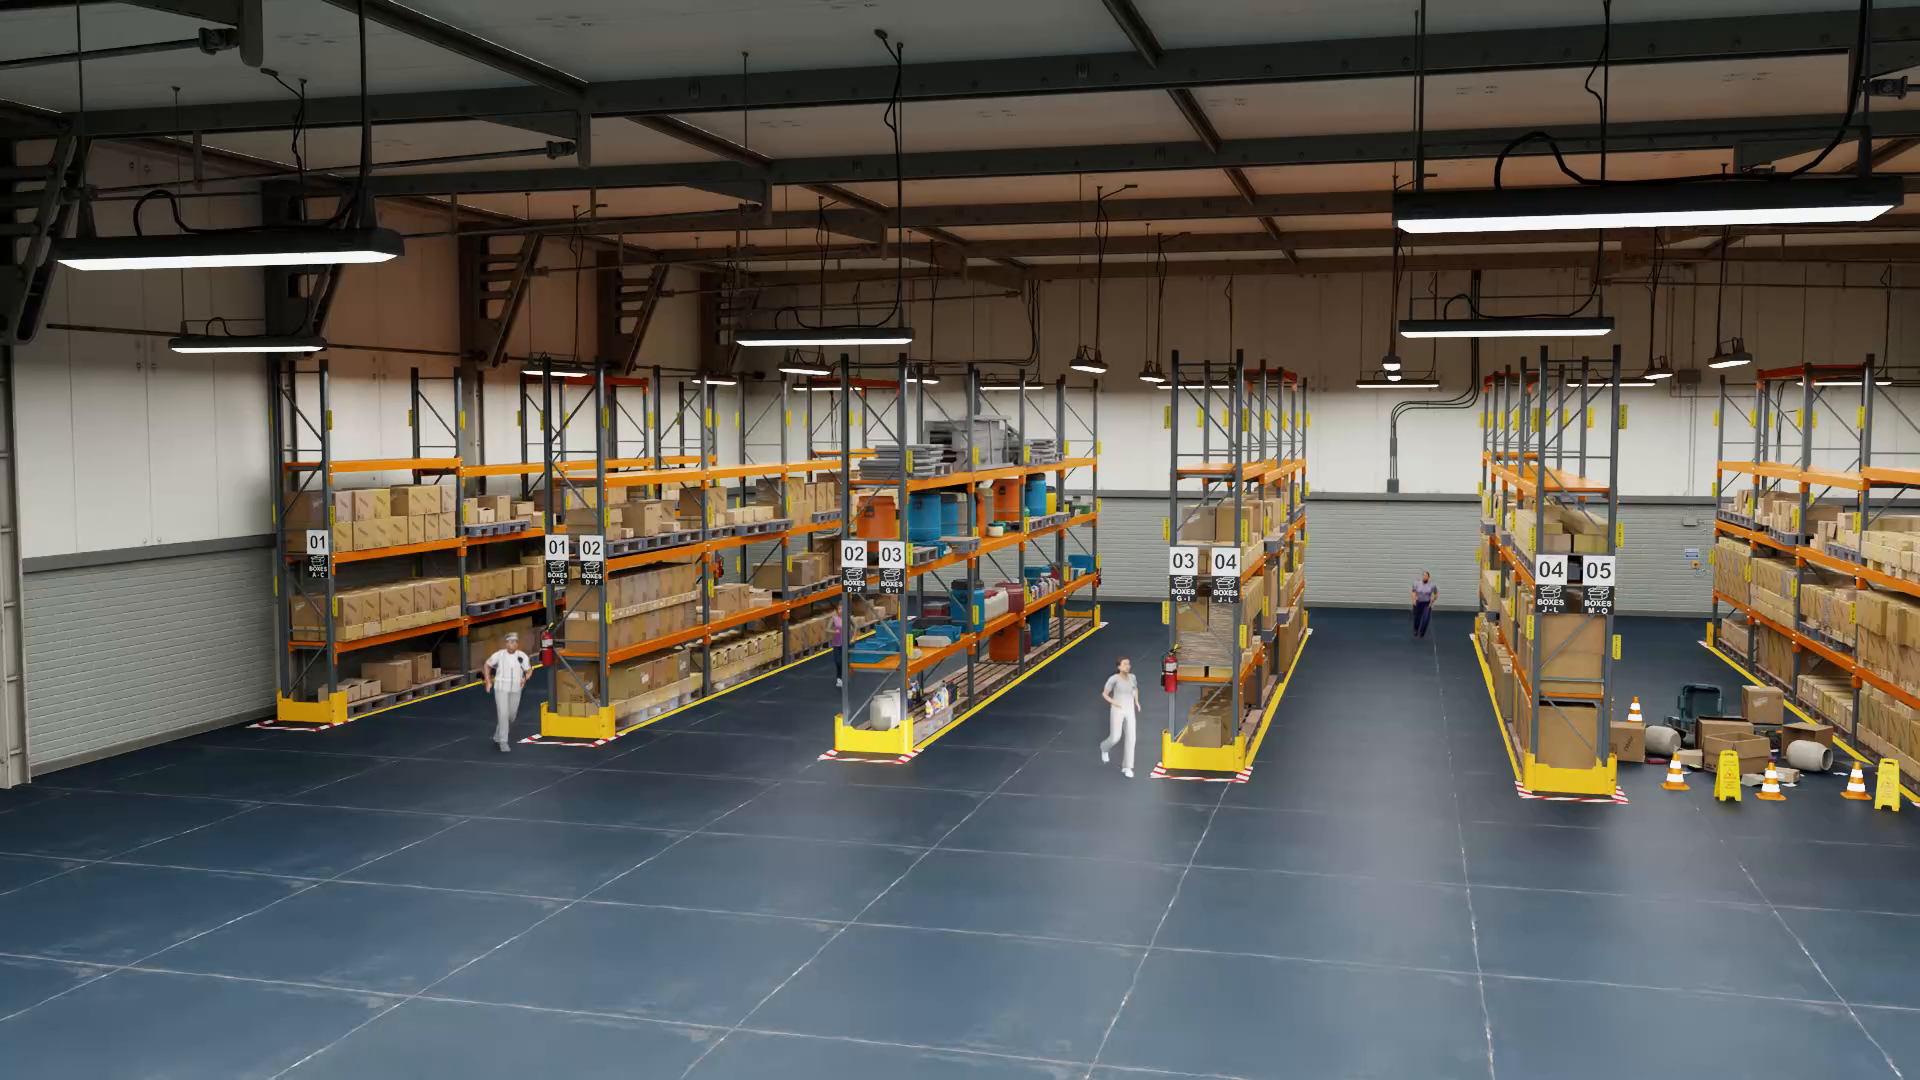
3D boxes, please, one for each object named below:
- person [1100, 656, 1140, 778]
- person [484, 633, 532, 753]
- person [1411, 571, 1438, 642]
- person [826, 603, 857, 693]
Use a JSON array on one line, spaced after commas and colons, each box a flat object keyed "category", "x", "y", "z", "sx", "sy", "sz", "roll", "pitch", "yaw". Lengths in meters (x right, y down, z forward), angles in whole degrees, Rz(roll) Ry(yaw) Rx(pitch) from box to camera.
[{"category": "person", "x": 2.311, "y": 2.472, "z": 23.634, "sx": 0.599, "sy": 1.657, "sz": 0.959, "roll": -1, "pitch": 4, "yaw": -19}, {"category": "person", "x": -6.893, "y": 2.303, "z": 25.458, "sx": 0.701, "sy": 1.770, "sz": 0.846, "roll": -2, "pitch": 5, "yaw": -28}, {"category": "person", "x": 10.559, "y": 1.496, "z": 37.833, "sx": 0.609, "sy": 1.608, "sz": 0.615, "roll": 1, "pitch": 4, "yaw": 12}, {"category": "person", "x": -2.198, "y": 1.974, "z": 30.792, "sx": 0.565, "sy": 1.631, "sz": 0.778, "roll": 0, "pitch": 4, "yaw": -1}]
